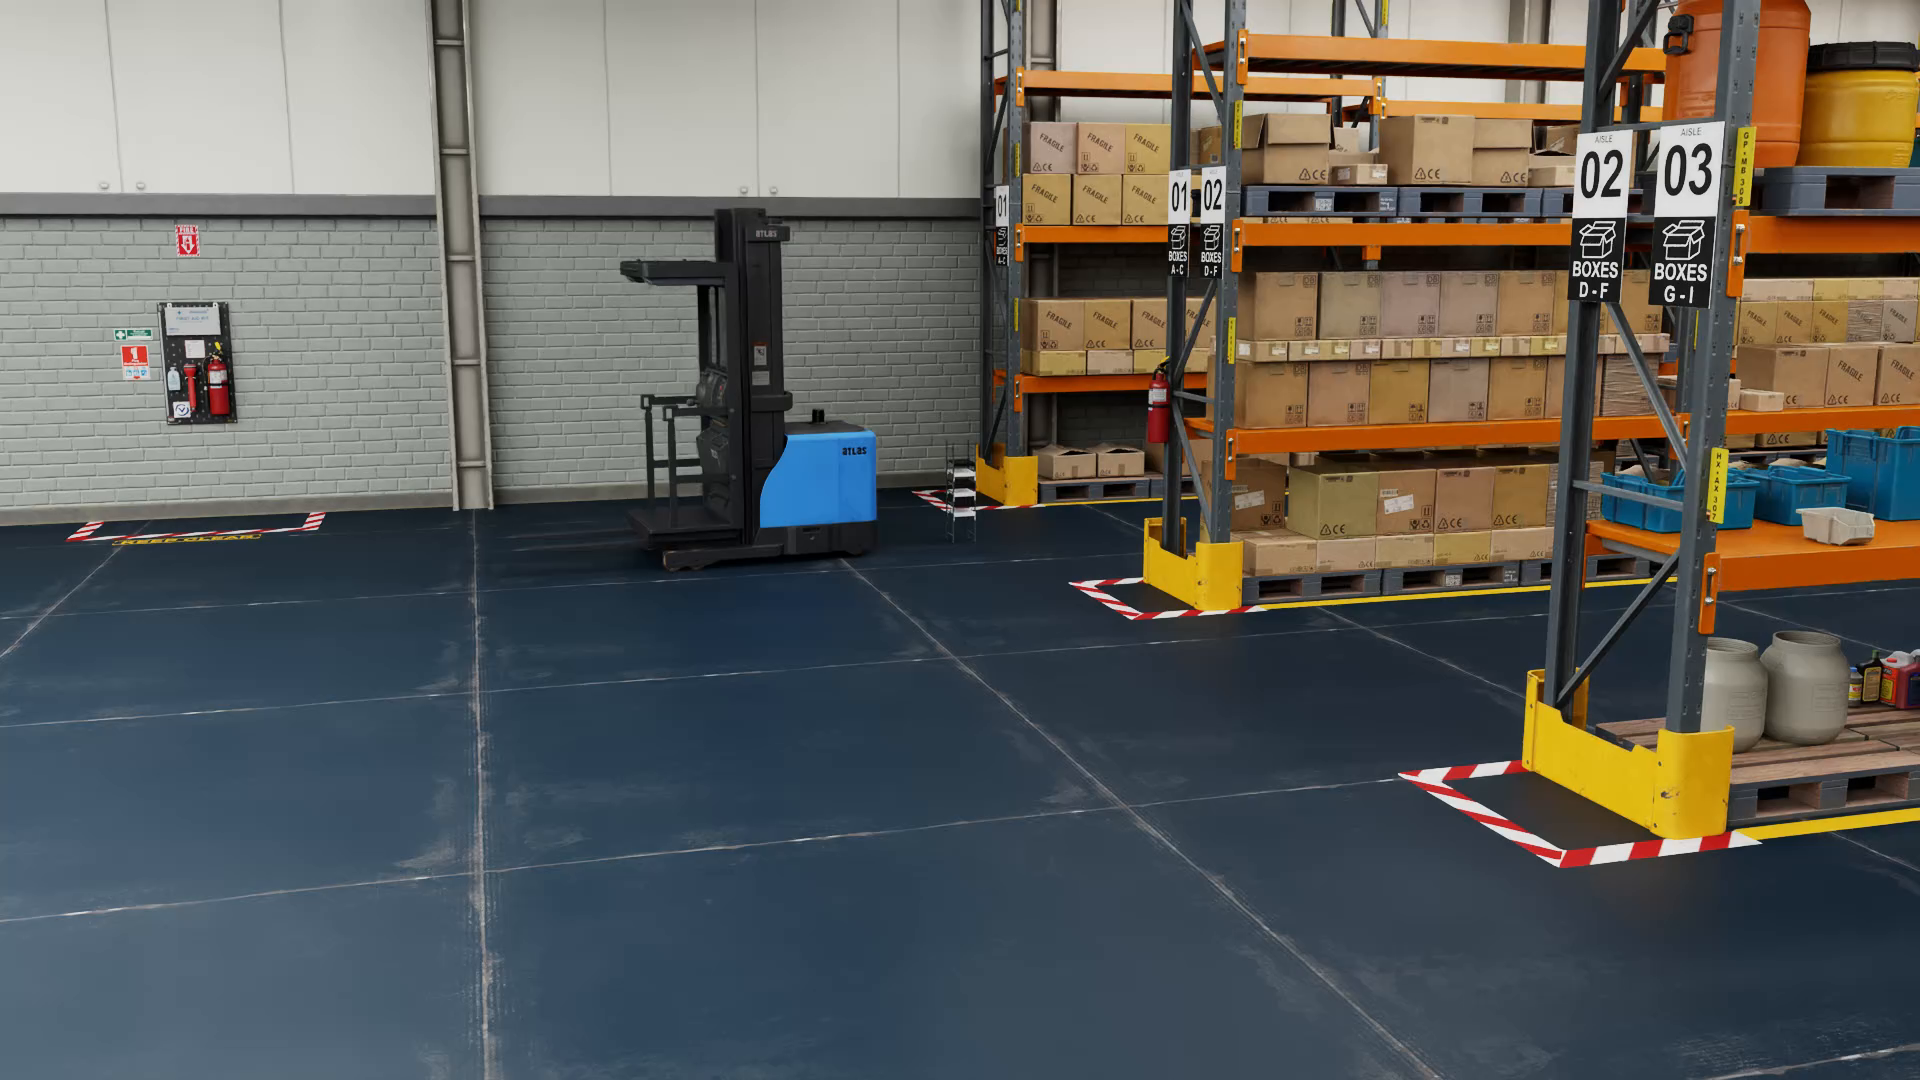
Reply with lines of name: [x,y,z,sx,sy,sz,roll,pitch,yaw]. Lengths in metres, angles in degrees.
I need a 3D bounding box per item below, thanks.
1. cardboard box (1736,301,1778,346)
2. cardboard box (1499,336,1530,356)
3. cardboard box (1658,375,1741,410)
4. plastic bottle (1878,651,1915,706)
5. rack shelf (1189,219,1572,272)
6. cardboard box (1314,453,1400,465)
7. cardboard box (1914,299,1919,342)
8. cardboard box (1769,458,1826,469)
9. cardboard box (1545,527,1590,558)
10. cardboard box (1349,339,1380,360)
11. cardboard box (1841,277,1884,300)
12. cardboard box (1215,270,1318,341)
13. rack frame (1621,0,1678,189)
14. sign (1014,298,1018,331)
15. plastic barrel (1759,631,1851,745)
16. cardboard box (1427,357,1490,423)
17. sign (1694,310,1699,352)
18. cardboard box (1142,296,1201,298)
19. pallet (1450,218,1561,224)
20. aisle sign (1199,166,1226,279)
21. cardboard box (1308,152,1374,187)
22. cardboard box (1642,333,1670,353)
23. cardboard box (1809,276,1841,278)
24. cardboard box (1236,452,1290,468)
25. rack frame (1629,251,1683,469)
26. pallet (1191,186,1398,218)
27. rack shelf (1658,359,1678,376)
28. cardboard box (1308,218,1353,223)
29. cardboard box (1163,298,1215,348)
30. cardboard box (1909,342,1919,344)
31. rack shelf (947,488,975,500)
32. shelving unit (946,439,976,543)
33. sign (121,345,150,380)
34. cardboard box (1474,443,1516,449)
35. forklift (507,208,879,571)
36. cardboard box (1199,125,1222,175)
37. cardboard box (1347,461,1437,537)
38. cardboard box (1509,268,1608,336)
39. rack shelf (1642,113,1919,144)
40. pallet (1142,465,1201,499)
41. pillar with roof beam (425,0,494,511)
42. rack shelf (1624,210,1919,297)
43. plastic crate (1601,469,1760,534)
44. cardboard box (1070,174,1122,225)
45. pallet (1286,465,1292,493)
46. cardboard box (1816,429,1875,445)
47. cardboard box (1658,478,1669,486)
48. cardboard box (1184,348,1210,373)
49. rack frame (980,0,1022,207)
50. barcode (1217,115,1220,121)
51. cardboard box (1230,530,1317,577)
cardboard box: [9.132,-2.537,19.392,0.500,0.500,0.500,-3,11,-14]
cardboard box: [4.216,-1.517,12.934,0.250,0.149,0.380,-3,11,-14]
cardboard box: [6.097,-1.223,13.816,0.500,0.250,0.500,-2,11,-12]
plastic bottle: [5.068,0.746,9.017,0.135,0.276,0.152,-3,11,-16]
rack shelf: [3.716,-2.284,12.870,4.000,0.370,1.077,-3,11,-16]
cardboard box: [3.184,-0.416,13.387,0.500,0.500,0.500,-3,11,-16]
cardboard box: [11.557,-2.668,20.099,0.500,0.500,0.500,-3,11,-17]
cardboard box: [7.407,-0.541,14.587,0.500,0.311,0.500,-3,11,-17]
cardboard box: [4.770,-0.033,13.375,0.500,0.250,0.500,-3,11,-16]
cardboard box: [2.969,-1.451,12.573,0.250,0.149,0.380,-3,11,-17]
cardboard box: [10.569,-2.986,19.755,0.500,0.250,0.500,-3,11,-15]
cardboard box: [2.299,-1.773,12.531,0.500,0.500,0.700,-3,11,-16]
rack frame: [5.637,-4.214,13.083,0.127,3.000,1.000,-3,11,-16]
sign: [0.560,-2.254,16.613,0.005,0.325,0.100,-3,11,-16]
plastic barrel: [4.269,0.745,8.426,0.421,0.512,0.421,0,10,0]
cardboard box: [3.734,-1.211,13.062,0.500,0.500,0.700,-3,11,-14]
sign: [5.793,-1.632,13.017,0.005,0.325,0.100,-3,11,-16]
cardboard box: [2.266,-2.364,17.891,0.500,0.500,0.500,-3,11,-15]
pallet: [5.866,-3.573,18.405,1.003,0.211,1.213,-3,11,-16]
aisle sign: [1.819,-2.283,11.984,0.004,0.787,0.394,-3,11,-16]
cardboard box: [2.828,-2.842,12.784,0.500,0.250,0.500,-3,11,-16]
cardboard box: [5.436,-1.581,13.281,0.250,0.149,0.380,-3,11,-16]
cardboard box: [10.435,-3.072,20.223,0.500,0.250,0.500,-3,11,-18]
cardboard box: [3.263,-1.052,18.166,0.500,0.500,0.500,-4,11,-20]
rack frame: [8.089,-2.327,19.402,0.127,3.000,1.000,-3,11,-16]
pallet: [2.482,-2.524,12.433,1.213,0.211,1.003,-3,11,-16]
rack shelf: [6.169,-1.872,18.918,4.000,0.370,1.077,-3,11,-16]
cardboard box: [3.830,-3.590,17.648,0.500,0.500,0.500,-3,11,-14]
cardboard box: [2.418,-2.276,17.410,0.500,0.500,0.500,-3,11,-14]
cardboard box: [11.449,-2.333,20.071,0.250,0.149,0.380,-3,11,-15]
rack shelf: [0.008,-0.410,14.973,0.200,0.077,0.258,-3,11,-16]
shelving unit: [0.008,-0.443,14.967,0.210,0.900,0.258,-3,11,-16]
sign: [-7.866,-1.694,15.862,0.234,0.329,0.001,-3,11,-16]
cardboard box: [5.934,-1.206,18.999,0.500,0.500,0.700,-3,11,-15]
forklift: [-2.273,-1.294,13.981,3.031,2.935,1.130,-4,11,-21]
cardboard box: [2.821,-4.020,17.222,0.500,0.500,0.500,-3,11,-18]
cardboard box: [3.329,-0.326,12.896,0.500,0.500,0.500,-3,11,-16]
cardboard box: [4.728,-1.902,13.232,0.500,0.500,0.700,-3,11,-16]
rack shelf: [10.009,-4.828,19.510,4.000,0.370,1.077,-3,11,-16]
pallet: [2.440,-0.651,17.998,1.213,0.211,1.003,-3,11,-16]
pillar with roof beam: [-3.719,-4.006,11.955,0.400,9.000,9.100,-3,11,-16]
rack shelf: [5.097,-1.423,8.192,4.000,0.370,1.077,-3,11,-16]
plastic crate: [3.574,-0.204,8.282,0.616,0.251,0.499,-3,11,-16]
cardboard box: [1.325,-3.451,16.891,0.500,0.500,0.500,-2,11,-12]
pallet: [3.614,-0.713,18.337,1.213,0.211,1.003,-3,11,-16]
cardboard box: [10.489,-1.578,20.110,0.750,0.750,0.750,-3,11,-14]
cardboard box: [6.103,-0.371,13.665,0.500,0.311,0.500,-3,11,-16]
cardboard box: [2.437,-1.907,17.477,0.500,0.250,0.500,-3,11,-15]
rack frame: [0.408,-4.873,16.660,0.127,3.000,1.000,-3,11,-16]
barcode: [2.794,-4.539,17.883,0.075,0.075,0.001,-3,11,-16]
cardboard box: [2.373,0.096,12.675,0.500,0.250,0.500,-3,11,-16]
